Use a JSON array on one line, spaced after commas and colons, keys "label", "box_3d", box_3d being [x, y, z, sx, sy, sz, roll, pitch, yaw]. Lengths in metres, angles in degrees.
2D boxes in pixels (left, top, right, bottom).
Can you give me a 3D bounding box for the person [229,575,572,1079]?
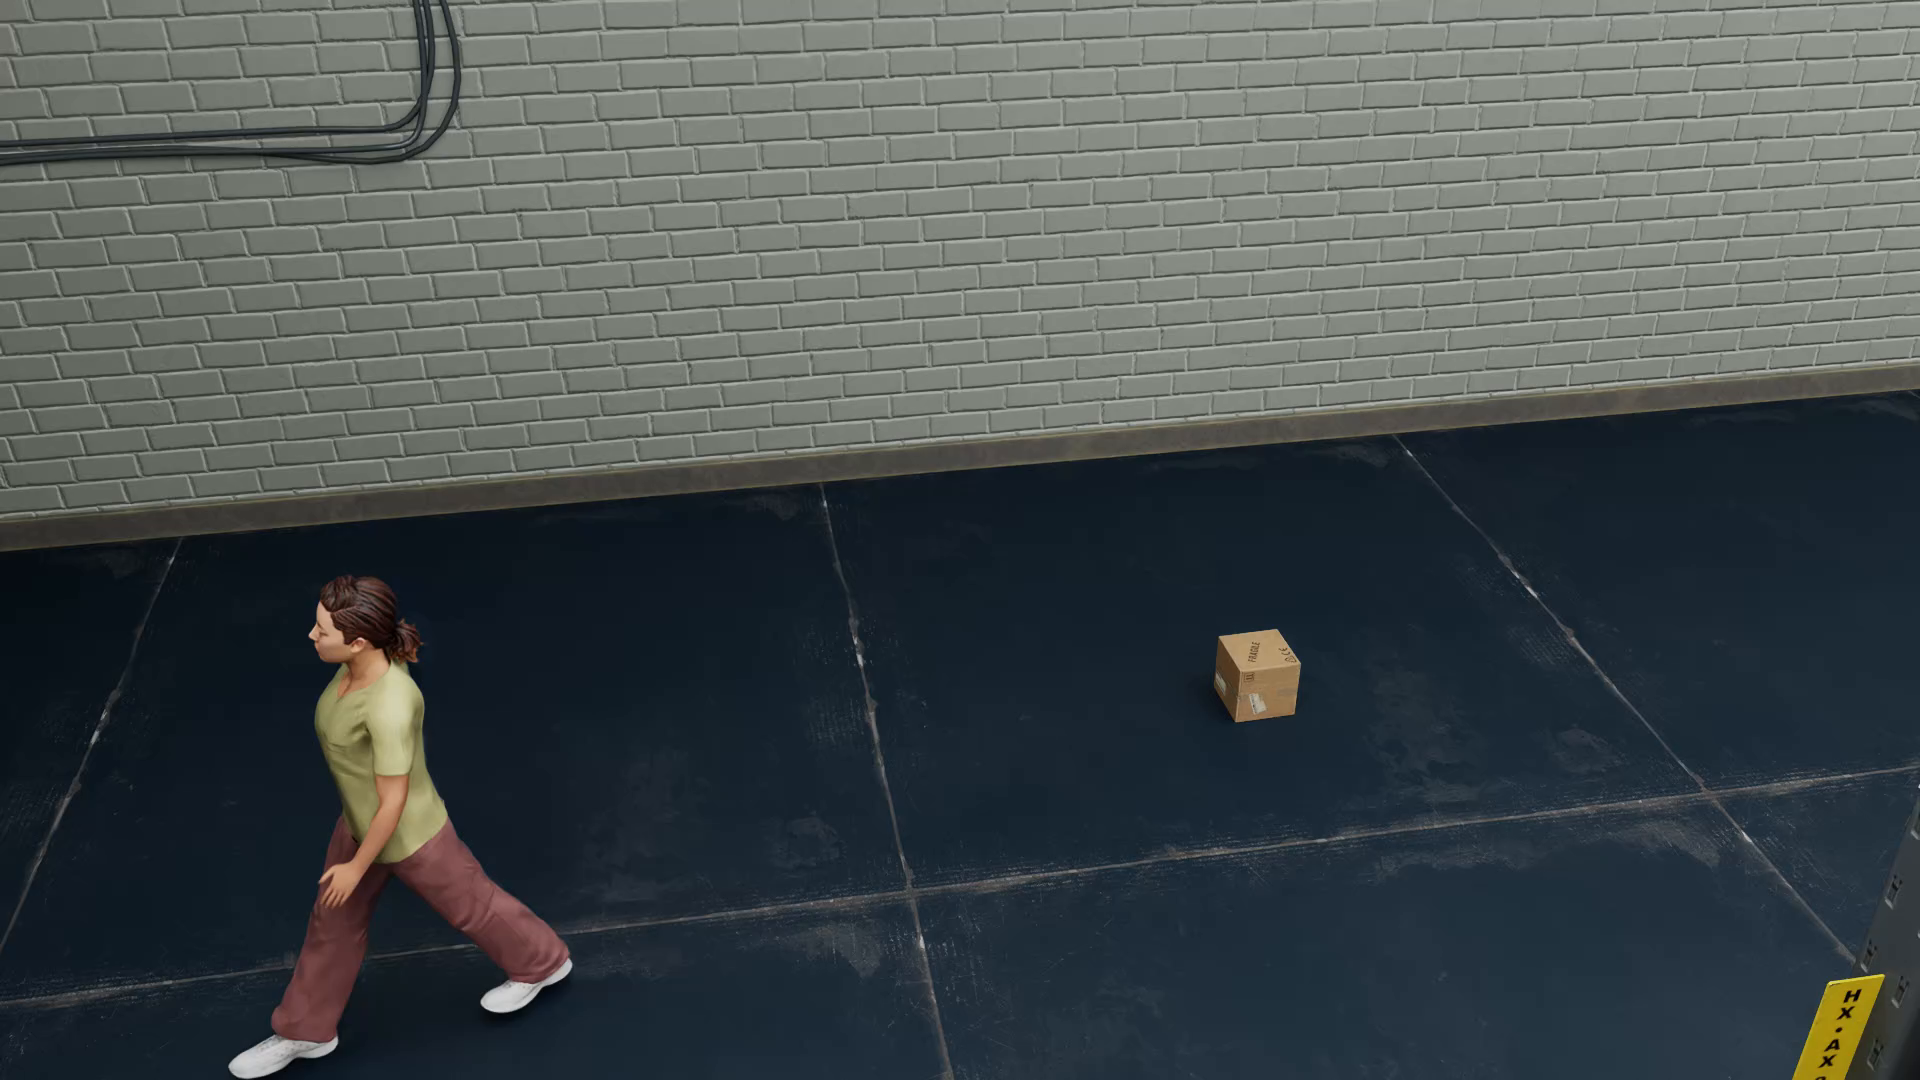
[{"label": "person", "box_3d": [-1.685, 0.836, 4.722, 1.024, 1.589, 0.457, -18, 35, -28]}]
